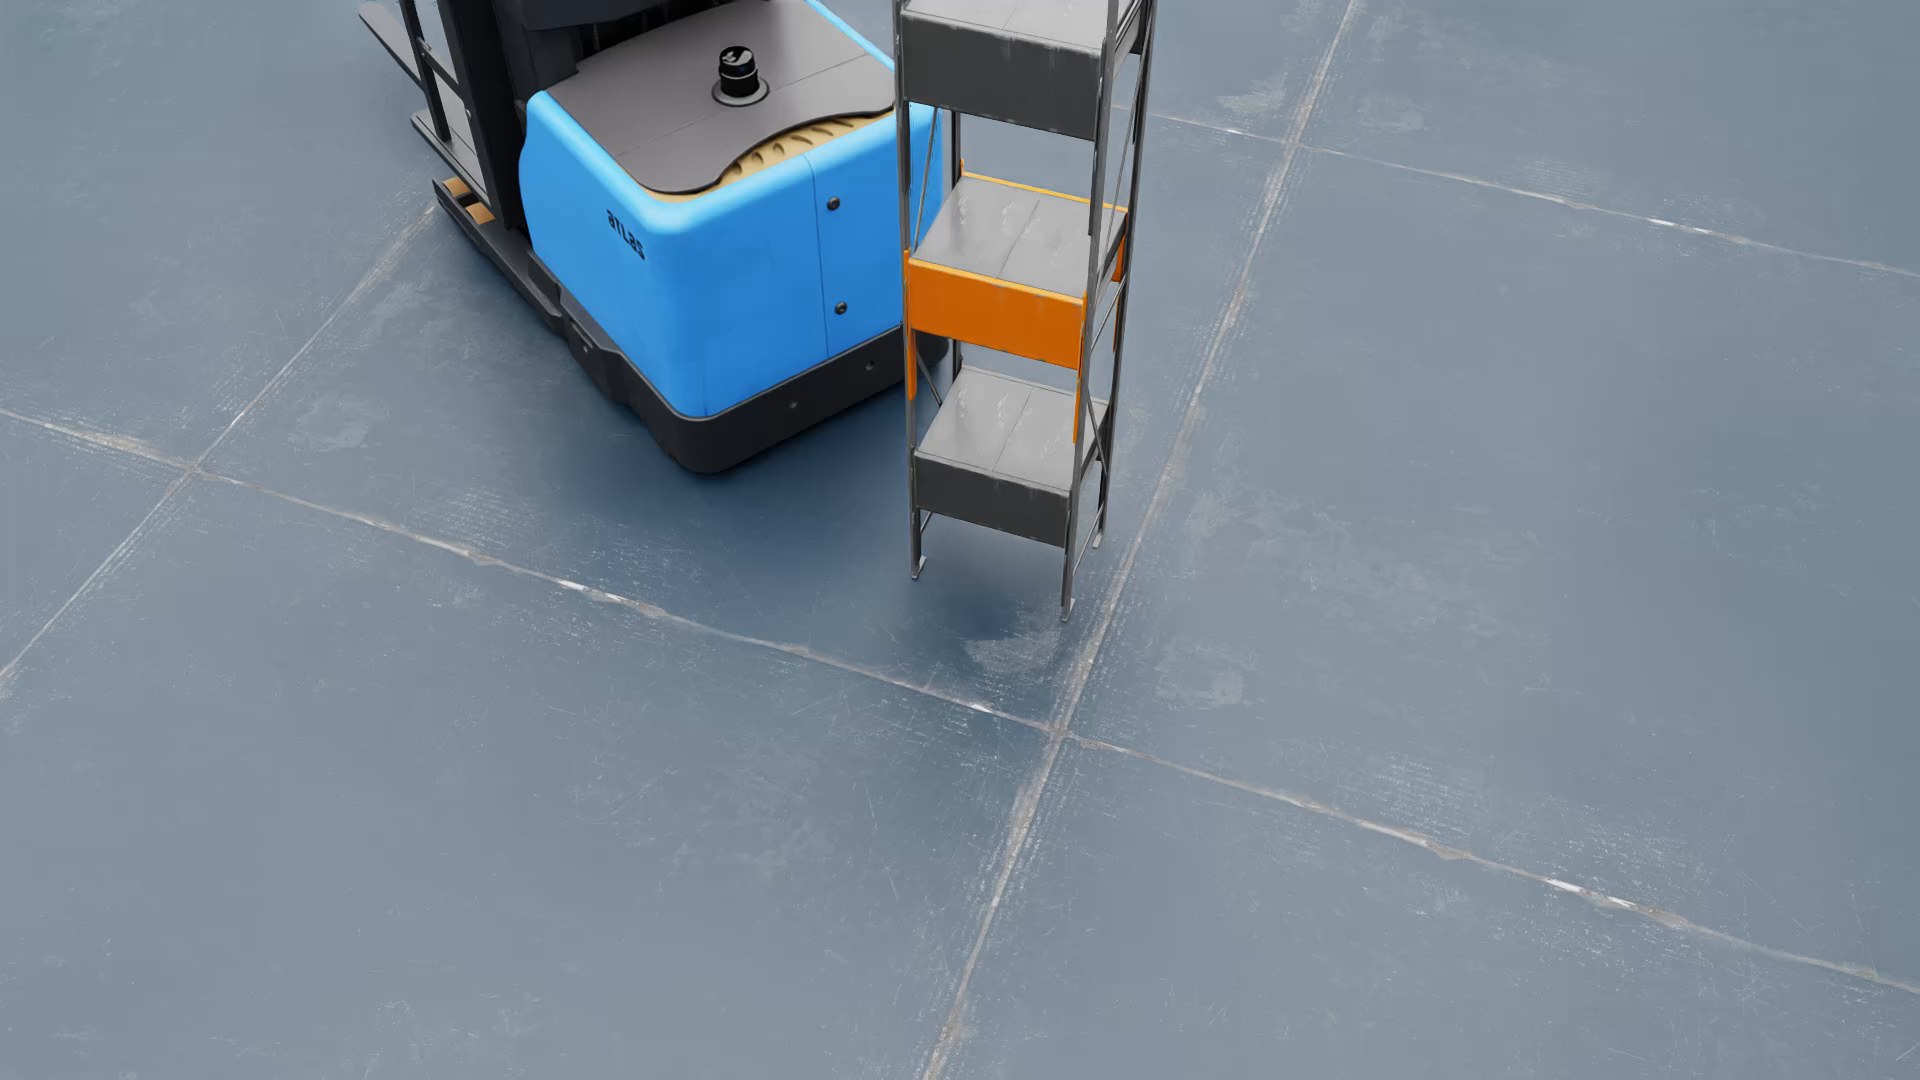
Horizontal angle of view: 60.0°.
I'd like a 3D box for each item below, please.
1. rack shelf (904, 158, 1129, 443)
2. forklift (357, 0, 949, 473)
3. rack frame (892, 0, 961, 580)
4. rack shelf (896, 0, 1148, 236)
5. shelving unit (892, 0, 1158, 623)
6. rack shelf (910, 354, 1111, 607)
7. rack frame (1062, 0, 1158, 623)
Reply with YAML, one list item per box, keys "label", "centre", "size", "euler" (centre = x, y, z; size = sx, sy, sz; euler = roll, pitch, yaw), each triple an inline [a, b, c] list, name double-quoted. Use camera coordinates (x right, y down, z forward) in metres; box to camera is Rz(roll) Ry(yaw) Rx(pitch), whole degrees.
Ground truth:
- label: "rack shelf"
  centre: [0.155, -0.635, 4.429]
  size: [0.480, 0.518, 0.431]
  euler: [16, 51, 13]
- label: "forklift"
  centre: [-1.318, -2.249, 5.260]
  size: [1.130, 2.935, 3.031]
  euler: [-29, 55, -23]
- label: "rack frame"
  centre: [-0.074, -0.708, 4.474]
  size: [0.015, 2.100, 0.400]
  euler: [16, 51, 13]
- label: "rack shelf"
  centre: [0.155, -1.094, 3.900]
  size: [0.480, 0.518, 0.431]
  euler: [16, 51, 13]
- label: "shelving unit"
  centre: [0.155, -0.644, 4.419]
  size: [0.503, 2.100, 0.431]
  euler: [16, 51, 13]
- label: "rack shelf"
  centre: [0.155, -0.177, 4.958]
  size: [0.480, 0.518, 0.431]
  euler: [16, 51, 13]
- label: "rack frame"
  centre: [0.384, -0.580, 4.364]
  size: [0.015, 2.100, 0.400]
  euler: [16, 51, 13]
